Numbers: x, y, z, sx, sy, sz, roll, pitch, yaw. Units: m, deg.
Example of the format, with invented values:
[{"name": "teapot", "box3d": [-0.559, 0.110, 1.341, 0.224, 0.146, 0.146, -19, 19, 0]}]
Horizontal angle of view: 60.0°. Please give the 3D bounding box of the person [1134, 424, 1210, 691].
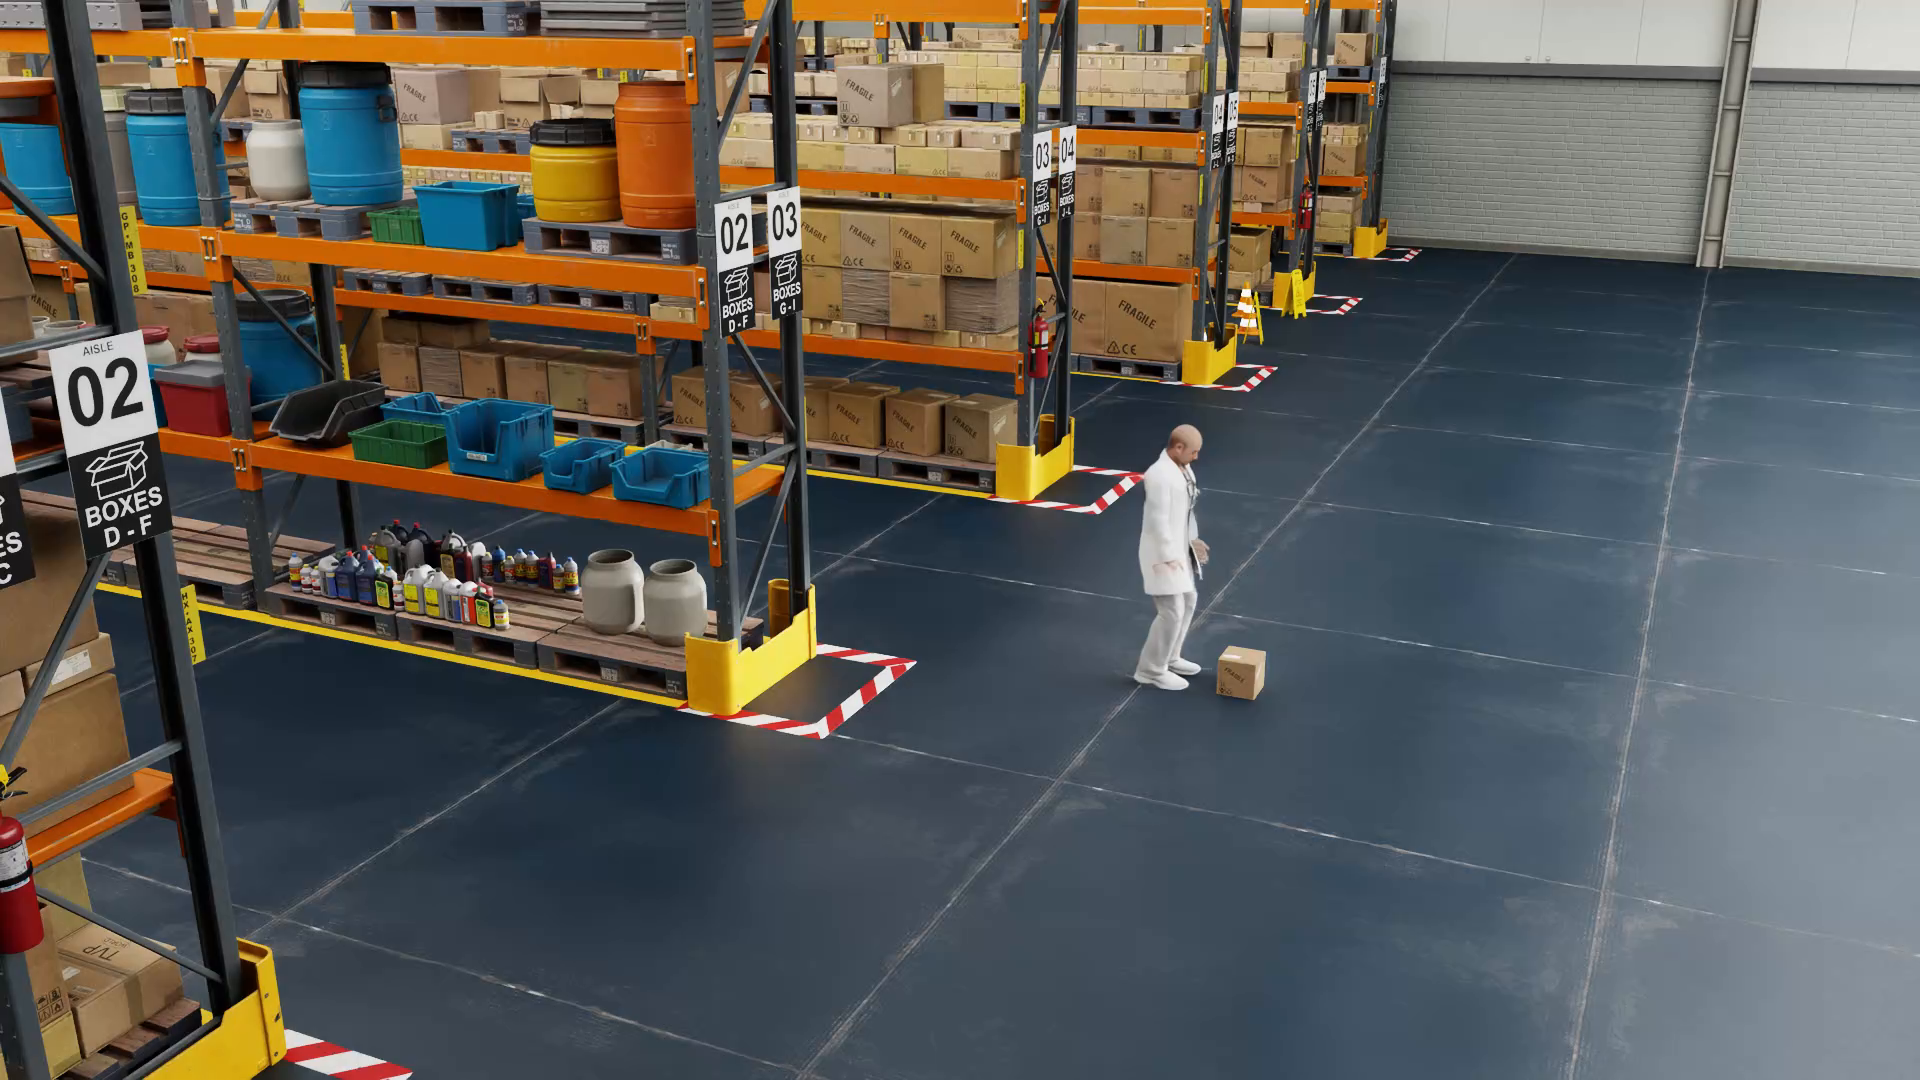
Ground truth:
[{"name": "person", "box3d": [1.395, 0.088, 10.887, 0.395, 1.753, 0.579, 9, 21, 24]}]
